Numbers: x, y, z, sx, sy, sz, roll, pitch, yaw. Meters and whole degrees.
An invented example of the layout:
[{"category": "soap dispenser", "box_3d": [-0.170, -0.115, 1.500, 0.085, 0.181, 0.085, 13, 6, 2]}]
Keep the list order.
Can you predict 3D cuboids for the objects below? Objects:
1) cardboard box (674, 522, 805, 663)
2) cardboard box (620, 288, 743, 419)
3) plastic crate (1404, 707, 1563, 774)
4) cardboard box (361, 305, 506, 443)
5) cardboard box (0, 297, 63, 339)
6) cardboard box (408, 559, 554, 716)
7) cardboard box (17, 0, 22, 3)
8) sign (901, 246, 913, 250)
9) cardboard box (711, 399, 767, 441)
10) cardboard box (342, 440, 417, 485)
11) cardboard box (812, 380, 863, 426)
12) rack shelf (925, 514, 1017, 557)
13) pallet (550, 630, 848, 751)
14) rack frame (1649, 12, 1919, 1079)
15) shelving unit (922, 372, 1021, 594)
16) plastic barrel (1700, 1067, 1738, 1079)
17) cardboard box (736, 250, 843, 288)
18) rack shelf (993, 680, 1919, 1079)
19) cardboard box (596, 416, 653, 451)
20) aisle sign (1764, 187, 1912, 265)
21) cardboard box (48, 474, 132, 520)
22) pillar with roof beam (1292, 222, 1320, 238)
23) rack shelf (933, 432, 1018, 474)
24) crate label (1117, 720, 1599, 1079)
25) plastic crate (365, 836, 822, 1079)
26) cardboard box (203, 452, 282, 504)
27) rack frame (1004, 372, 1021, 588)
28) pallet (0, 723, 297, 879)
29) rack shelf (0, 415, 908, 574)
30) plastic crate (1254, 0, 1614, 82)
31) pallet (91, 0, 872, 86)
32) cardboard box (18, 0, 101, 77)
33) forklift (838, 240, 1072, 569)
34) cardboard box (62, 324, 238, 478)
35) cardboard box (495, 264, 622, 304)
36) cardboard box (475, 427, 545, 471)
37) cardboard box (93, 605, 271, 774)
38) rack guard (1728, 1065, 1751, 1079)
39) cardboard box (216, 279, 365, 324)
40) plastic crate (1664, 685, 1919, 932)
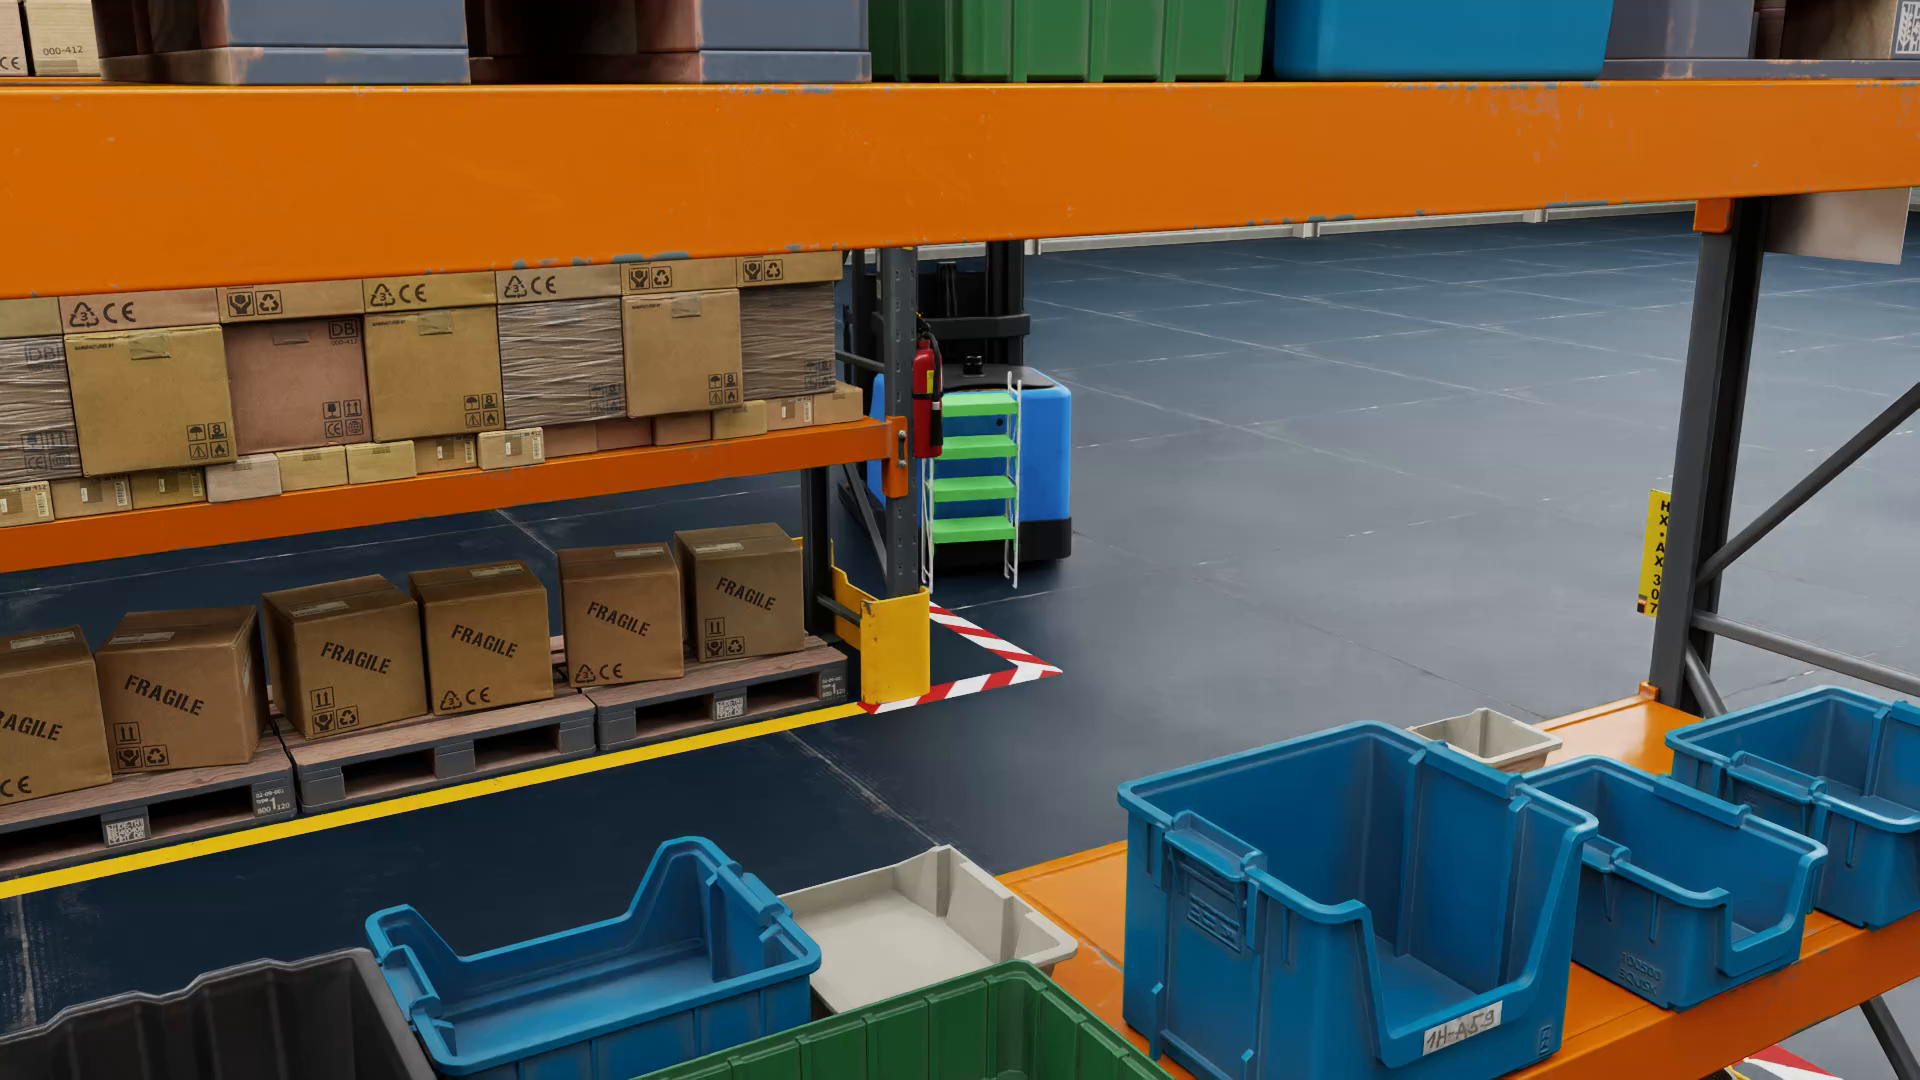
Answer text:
[{"category": "cardboard box", "box_3d": [-1.045, 0.239, 7.852, 0.500, 0.500, 0.500, -6, 17, -19]}, {"category": "cardboard box", "box_3d": [-1.354, -0.869, 7.216, 0.500, 0.500, 0.875, -9, 18, -30]}, {"category": "plastic crate", "box_3d": [1.117, 0.478, 3.636, 0.250, 0.136, 0.298, -9, 18, -30]}, {"category": "cardboard box", "box_3d": [-2.239, -0.743, 6.766, 0.500, 0.500, 0.875, -9, 18, -30]}, {"category": "cardboard box", "box_3d": [-3.413, -0.966, 5.708, 0.500, 0.500, 0.500, -9, 18, -30]}, {"category": "cardboard box", "box_3d": [-2.086, 0.413, 7.232, 0.500, 0.500, 0.500, -7, 17, -25]}, {"category": "cardboard box", "box_3d": [-3.354, -2.036, 6.097, 0.250, 0.149, 0.380, -10, 19, -32]}, {"category": "sign", "box_3d": [-0.233, -1.423, 7.200, 0.005, 0.325, 0.100, -9, 18, -30]}, {"category": "cardboard box", "box_3d": [-1.042, -0.555, 7.299, 0.250, 0.149, 0.380, -9, 18, -30]}, {"category": "cardboard box", "box_3d": [-2.312, -0.340, 6.530, 0.250, 0.149, 0.380, -9, 18, -30]}, {"category": "cardboard box", "box_3d": [-0.639, -0.637, 7.589, 0.250, 0.149, 0.380, -9, 18, -30]}, {"category": "rack shelf", "box_3d": [0.055, -0.029, 9.394, 0.480, 0.148, 0.258, -4, 19, -12]}, {"category": "pallet", "box_3d": [-1.281, 0.613, 7.832, 1.213, 0.211, 1.003, -9, 18, -30]}, {"category": "rack frame", "box_3d": [2.048, 0.300, 3.782, 0.053, 2.616, 0.949, -9, 18, -30]}, {"category": "shelving unit", "box_3d": [0.058, -0.318, 9.299, 0.503, 1.200, 0.258, -4, 19, -12]}, {"category": "plastic barrel", "box_3d": [1.525, 1.406, 3.669, 0.421, 0.512, 0.421, 0, 16, 0]}, {"category": "cardboard box", "box_3d": [-0.845, -1.384, 7.202, 0.500, 0.500, 0.500, -9, 18, -30]}, {"category": "rack shelf", "box_3d": [0.335, 0.925, 2.884, 4.000, 0.370, 1.077, -9, 18, -30]}, {"category": "cardboard box", "box_3d": [-1.499, -0.499, 7.098, 0.250, 0.149, 0.380, -9, 18, -30]}, {"category": "aisle sign", "box_3d": [1.960, -1.029, 3.705, 0.004, 0.787, 0.394, -9, 18, -30]}, {"category": "cardboard box", "box_3d": [-3.170, -0.201, 6.036, 0.250, 0.149, 0.380, -9, 18, -30]}, {"category": "pillar with roof beam", "box_3d": [8.421, -8.792, 25.103, 0.400, 9.000, 9.100, -9, 18, -30]}, {"category": "rack shelf", "box_3d": [0.059, -0.485, 9.244, 0.480, 0.148, 0.258, -4, 19, -12]}, {"category": "crate label", "box_3d": [0.611, 0.602, 2.638, 0.616, 0.435, 0.502, -9, 18, -30]}, {"category": "plastic crate", "box_3d": [-0.570, 0.712, 2.588, 0.616, 0.251, 0.499, -9, 18, -30]}, {"category": "cardboard box", "box_3d": [-2.725, -0.263, 6.257, 0.250, 0.149, 0.380, -9, 18, -30]}, {"category": "rack frame", "box_3d": [0.295, -0.332, 9.351, 0.015, 1.200, 0.240, -4, 19, -12]}, {"category": "pallet", "box_3d": [-3.372, 0.952, 6.622, 1.213, 0.211, 1.003, -9, 18, -30]}, {"category": "rack shelf", "box_3d": [-2.216, -0.221, 6.972, 4.000, 0.370, 1.077, -9, 18, -30]}, {"category": "plastic crate", "box_3d": [0.570, -0.801, 2.182, 0.575, 0.384, 0.392, -9, 18, -30]}, {"category": "pallet", "box_3d": [-0.811, -0.619, 1.854, 1.003, 0.211, 1.213, -9, 18, -30]}, {"category": "cardboard box", "box_3d": [-2.961, -1.739, 5.777, 0.500, 0.250, 0.500, -9, 18, -30]}, {"category": "forklift", "box_3d": [-0.198, -1.599, 10.684, 1.130, 2.935, 3.031, -4, 16, -14]}, {"category": "cardboard box", "box_3d": [-3.066, -0.590, 6.221, 0.500, 0.500, 0.875, -9, 18, -30]}, {"category": "cardboard box", "box_3d": [-1.701, -1.244, 6.703, 0.500, 0.500, 0.500, -9, 18, -30]}, {"category": "cardboard box", "box_3d": [-1.871, -0.404, 6.759, 0.250, 0.149, 0.380, -9, 18, -30]}, {"category": "cardboard box", "box_3d": [-3.079, 0.585, 6.620, 0.500, 0.500, 0.500, -3, 16, -12]}, {"category": "rack guard", "box_3d": [2.009, 1.526, 4.040, 0.348, 0.500, 1.175, -9, 18, -30]}, {"category": "cardboard box", "box_3d": [-2.557, -1.105, 6.205, 0.500, 0.500, 0.500, -9, 18, -30]}, {"category": "plastic crate", "box_3d": [1.775, 0.511, 3.304, 0.616, 0.251, 0.499, -9, 18, -30]}]
